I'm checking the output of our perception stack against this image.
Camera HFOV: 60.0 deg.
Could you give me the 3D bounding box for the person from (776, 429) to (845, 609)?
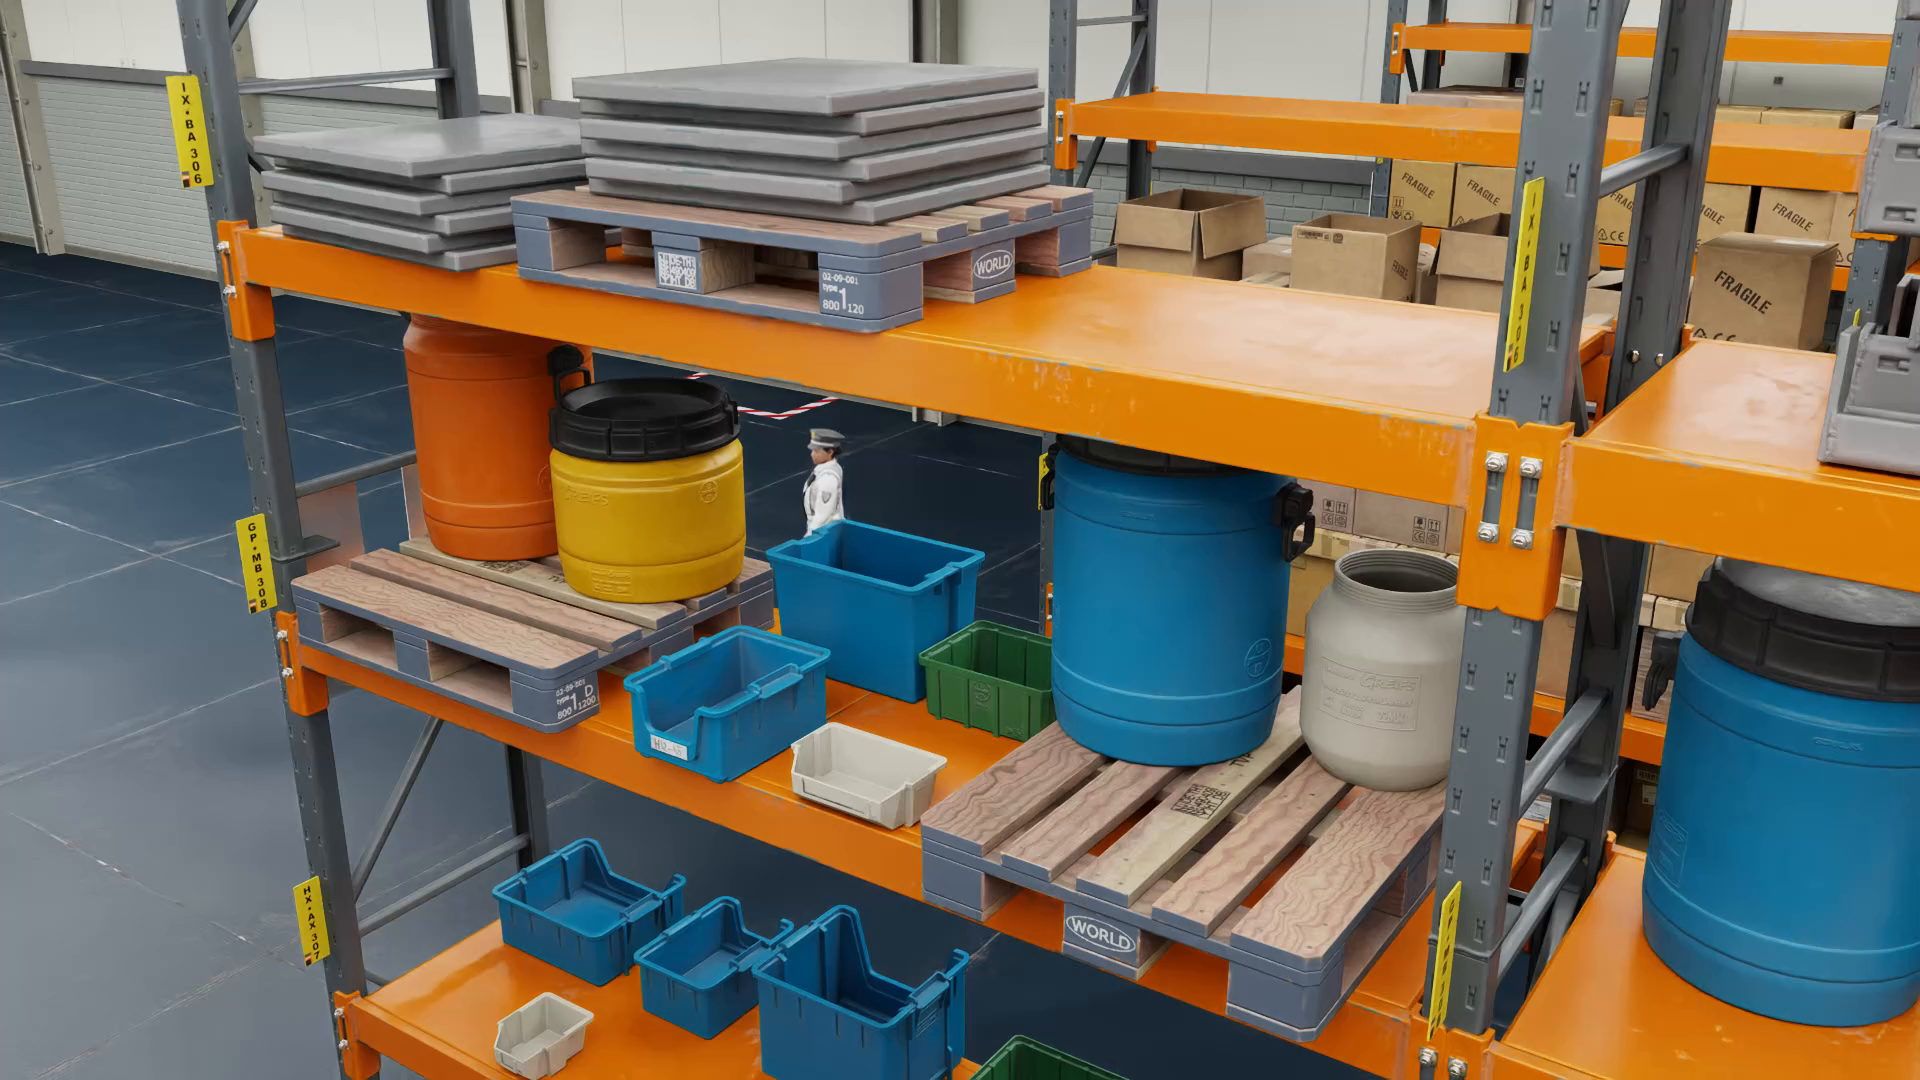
[{"bbox_3d":[-1.082,-0.033,12.160,1.005,1.607,0.514,-2,20,-7],"label":"person"}]
